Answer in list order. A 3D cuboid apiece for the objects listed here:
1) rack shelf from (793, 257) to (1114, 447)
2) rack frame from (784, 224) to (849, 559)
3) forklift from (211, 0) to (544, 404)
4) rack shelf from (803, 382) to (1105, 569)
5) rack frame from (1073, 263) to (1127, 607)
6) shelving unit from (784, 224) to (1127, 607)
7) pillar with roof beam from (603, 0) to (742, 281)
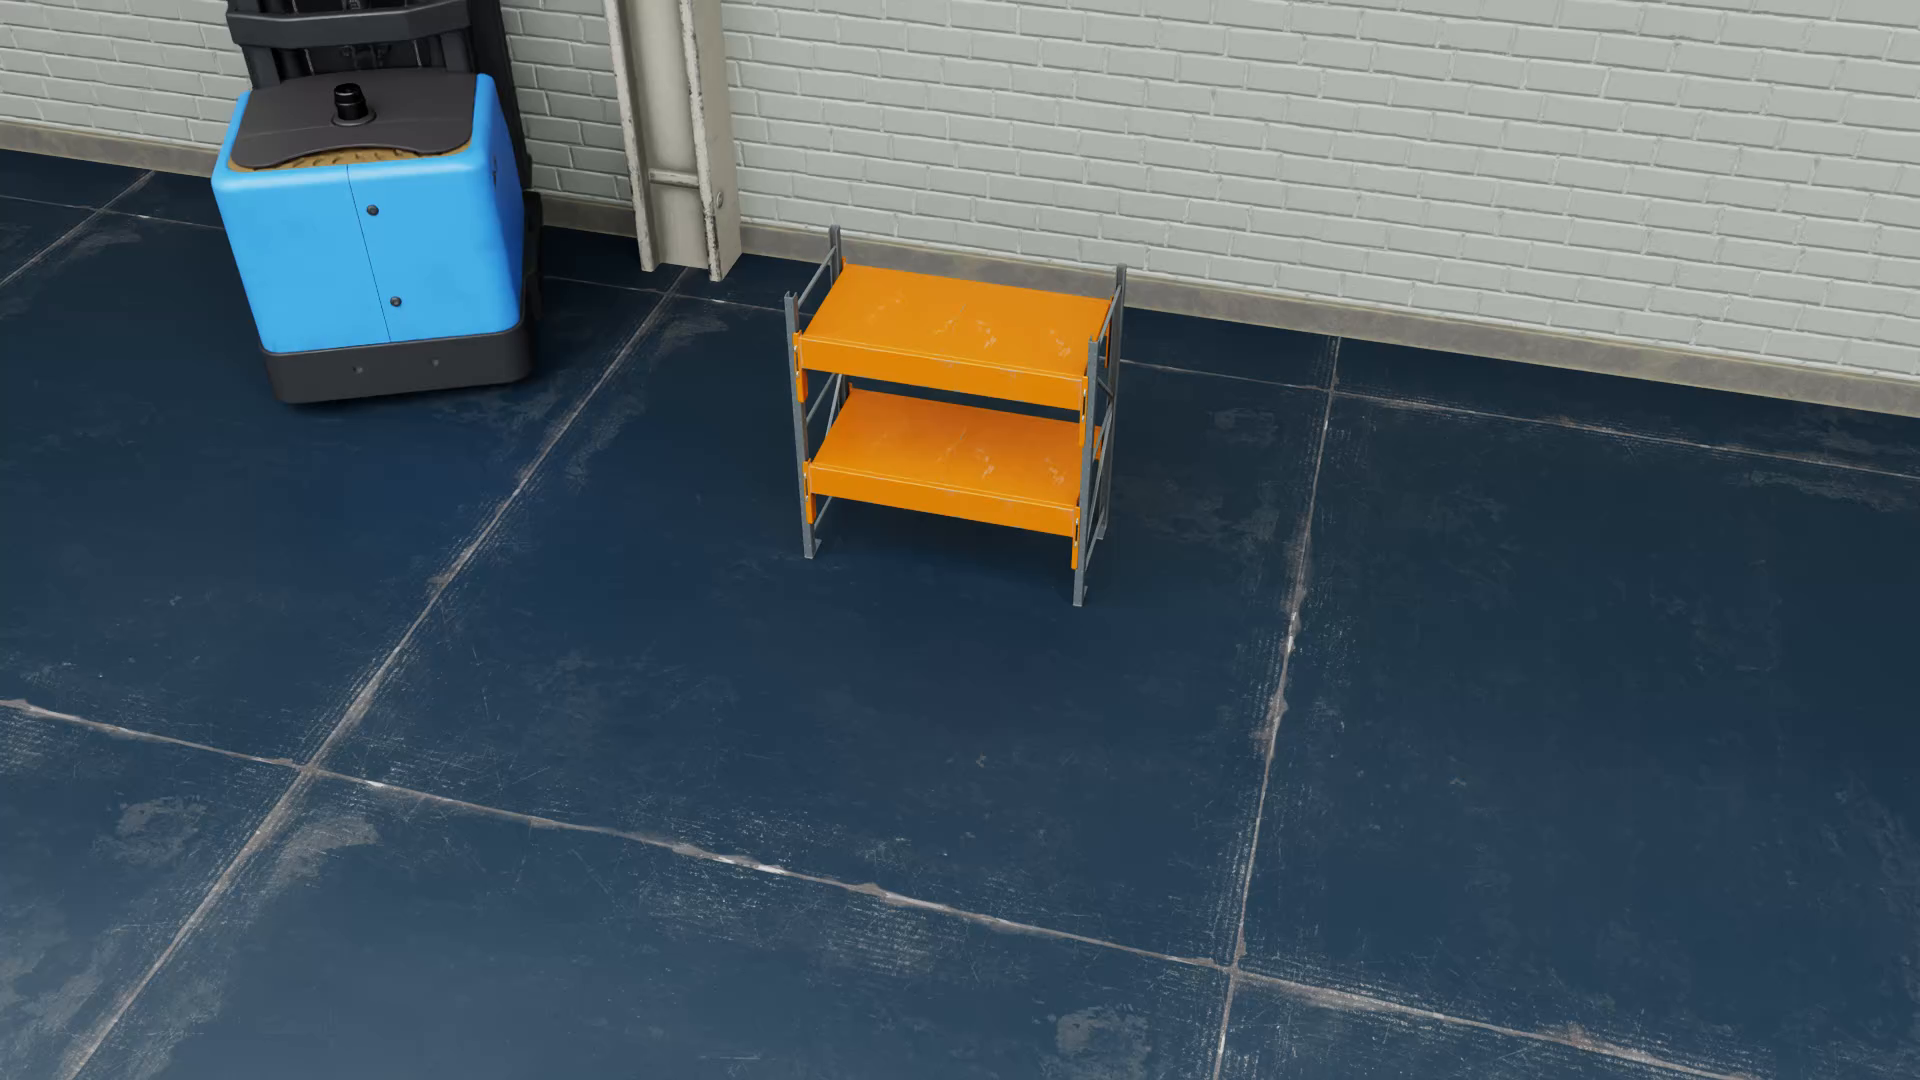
[{"bbox_3d":[-0.007,-0.656,5.701,1.000,0.278,0.538,10,41,11],"label":"rack shelf"},{"bbox_3d":[-0.498,-0.516,5.990,0.032,1.125,0.500,10,41,11],"label":"rack frame"},{"bbox_3d":[-2.567,-2.631,7.104,1.130,2.935,3.031,-7,40,-8],"label":"forklift"},{"bbox_3d":[-0.007,-0.245,6.047,1.000,0.278,0.538,10,41,11],"label":"rack shelf"},{"bbox_3d":[0.485,-0.347,5.789,0.032,1.125,0.500,10,41,11],"label":"rack frame"},{"bbox_3d":[-0.007,-0.432,5.890,1.048,1.125,0.538,10,41,11],"label":"shelving unit"},{"bbox_3d":[-2.368,-2.091,1.743,0.400,9.000,9.100,10,41,11],"label":"pillar with roof beam"}]
